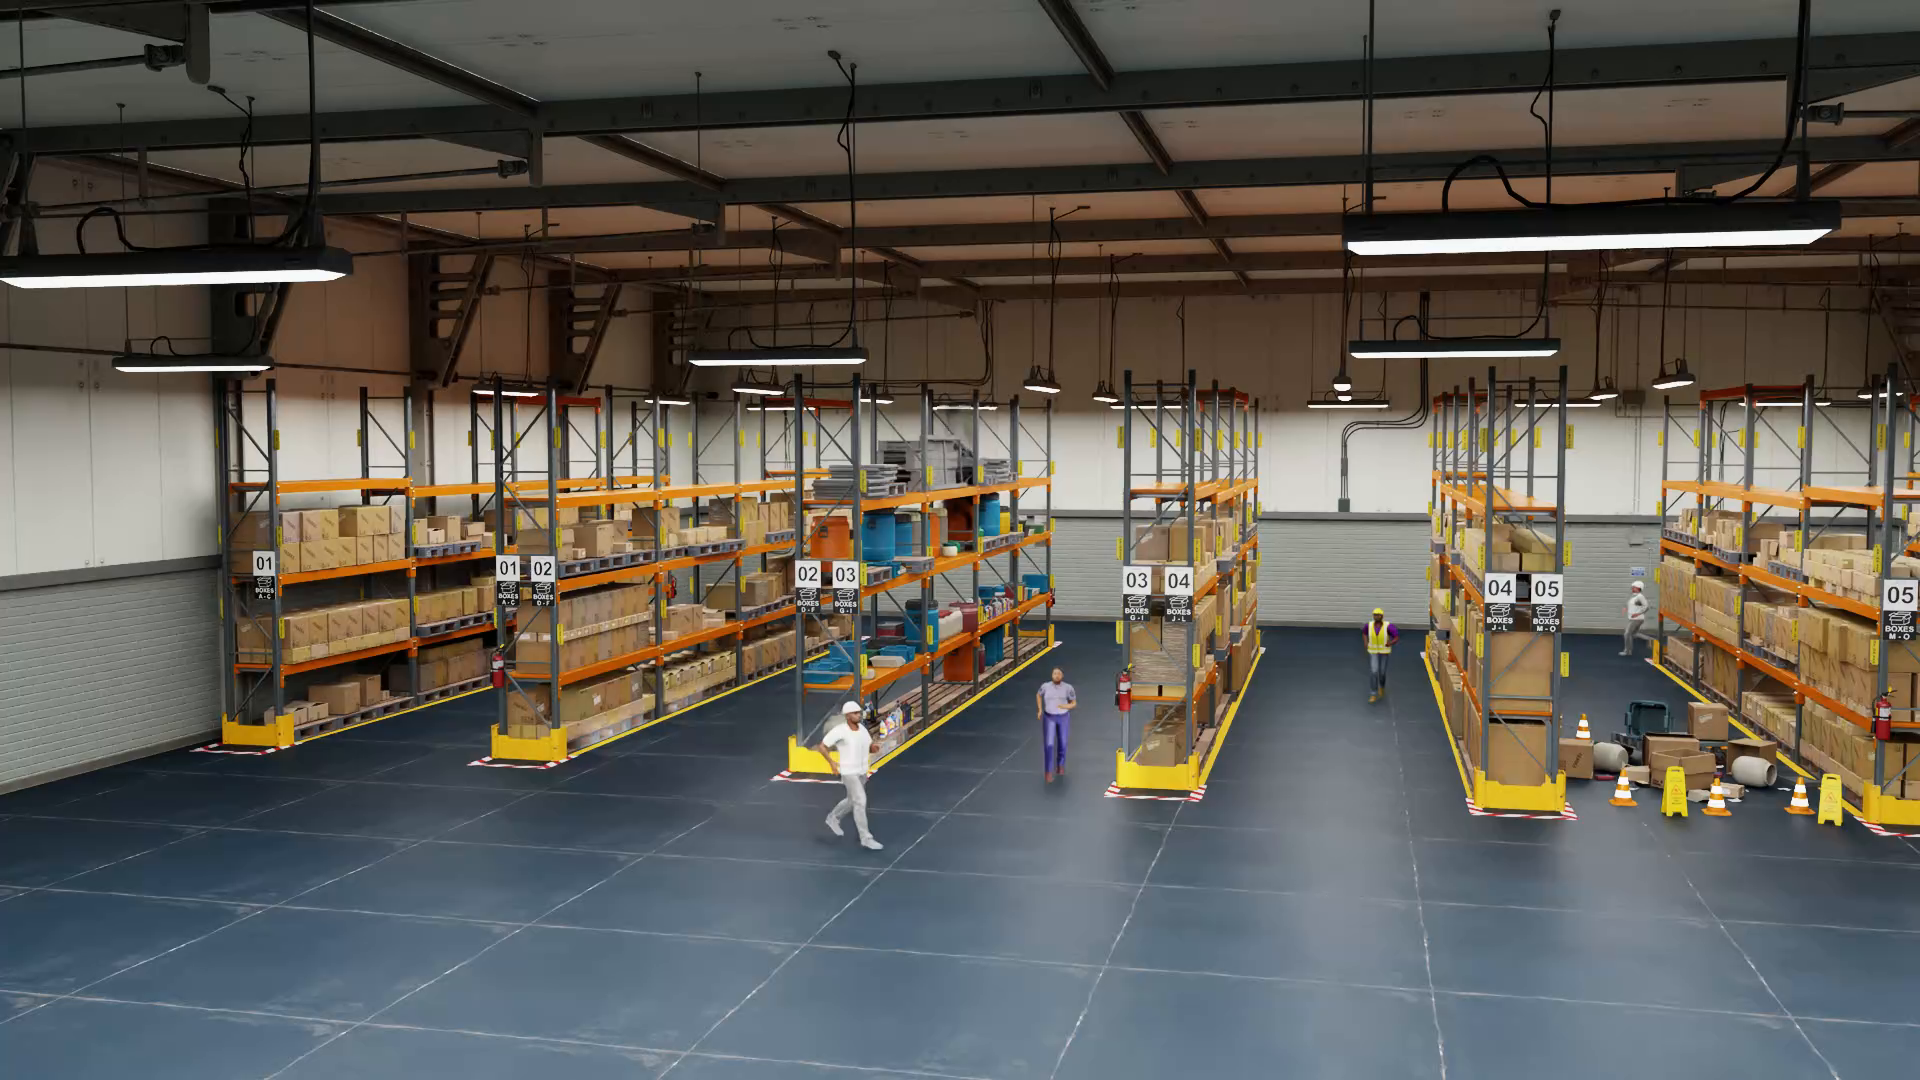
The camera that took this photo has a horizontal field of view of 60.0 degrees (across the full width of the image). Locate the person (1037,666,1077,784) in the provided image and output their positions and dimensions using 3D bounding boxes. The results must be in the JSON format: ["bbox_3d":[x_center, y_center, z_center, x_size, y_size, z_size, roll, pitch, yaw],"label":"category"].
[{"bbox_3d":[1.425,2.713,24.542,0.581,1.712,0.754,0,3,2],"label":"person"}]

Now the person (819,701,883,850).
[{"bbox_3d":[-1.301,2.861,20.452,0.961,1.756,0.697,2,4,34],"label":"person"}]

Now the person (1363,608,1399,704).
[{"bbox_3d":[8.071,2.195,31.930,0.691,1.801,0.854,1,4,17],"label":"person"}]

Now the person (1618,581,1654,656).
[{"bbox_3d":[15.724,1.831,38.555,0.832,1.764,0.664,1,3,11],"label":"person"}]
